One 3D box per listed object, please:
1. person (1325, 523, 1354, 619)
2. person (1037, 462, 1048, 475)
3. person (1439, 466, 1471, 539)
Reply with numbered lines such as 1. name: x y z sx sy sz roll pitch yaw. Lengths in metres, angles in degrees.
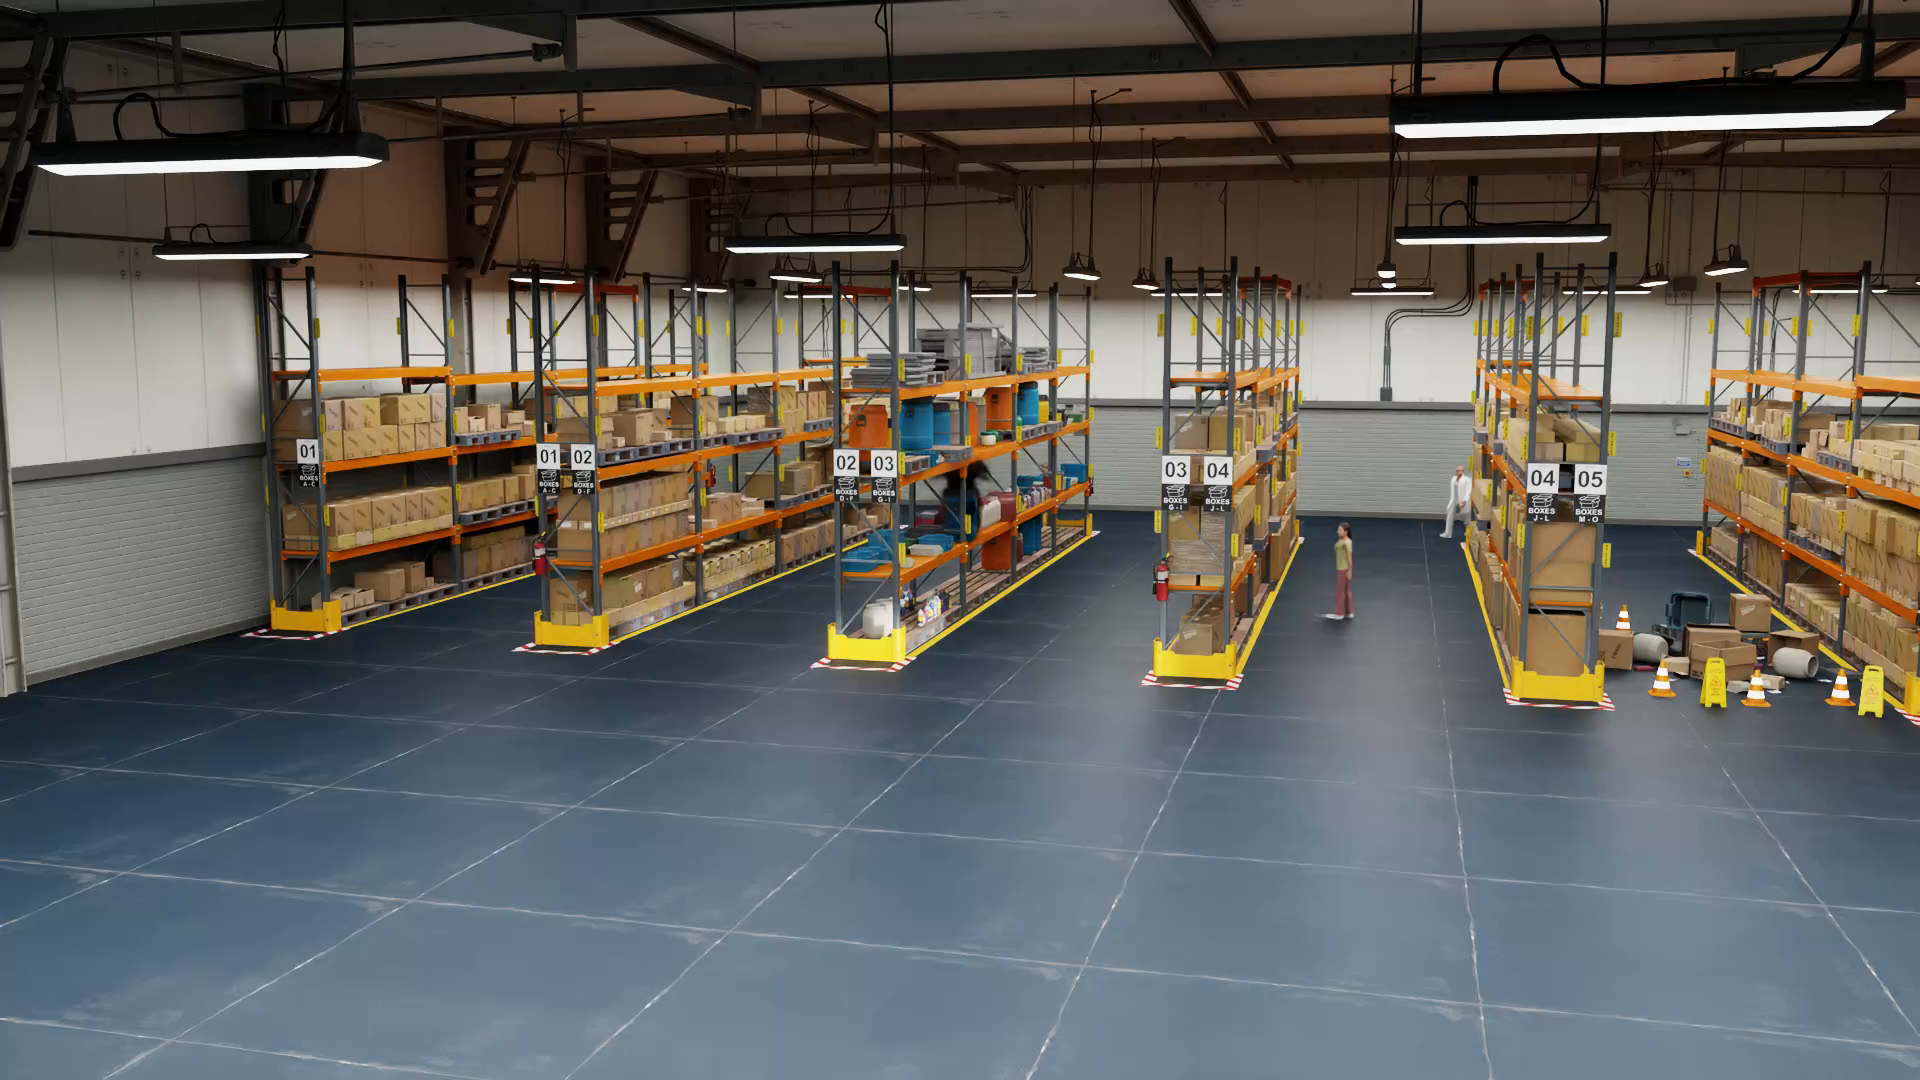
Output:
1. person: 6.606 0.523 28.816 0.479 1.671 0.442 2 8 15
2. person: 2.131 -1.188 42.491 0.870 1.604 0.578 5 9 35
3. person: 11.930 -0.908 39.780 1.114 1.732 0.626 -7 10 -43
